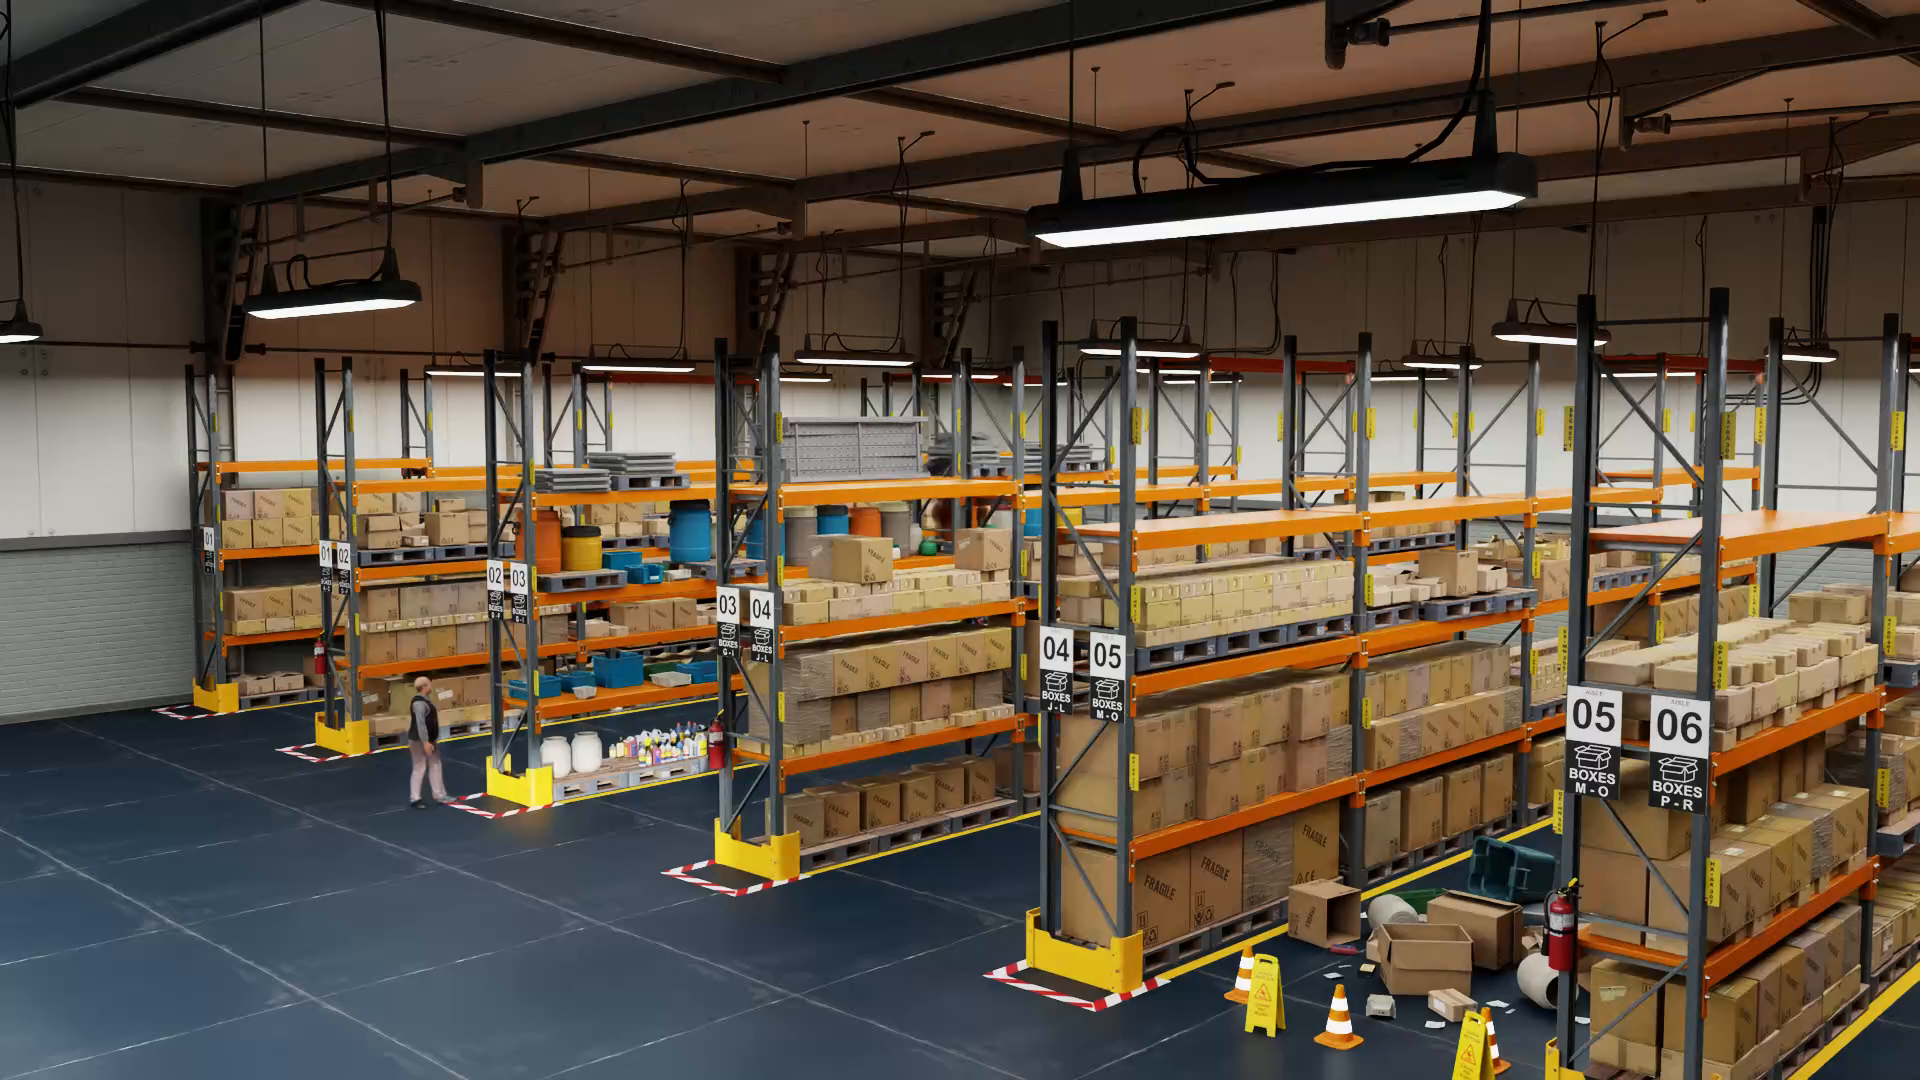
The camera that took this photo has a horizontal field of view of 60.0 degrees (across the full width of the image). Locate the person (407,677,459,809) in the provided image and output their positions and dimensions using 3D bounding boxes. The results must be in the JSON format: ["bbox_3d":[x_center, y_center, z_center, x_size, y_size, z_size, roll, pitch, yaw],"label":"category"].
[{"bbox_3d":[-6.949,2.642,21.805,0.565,1.717,0.576,0,4,3],"label":"person"}]
